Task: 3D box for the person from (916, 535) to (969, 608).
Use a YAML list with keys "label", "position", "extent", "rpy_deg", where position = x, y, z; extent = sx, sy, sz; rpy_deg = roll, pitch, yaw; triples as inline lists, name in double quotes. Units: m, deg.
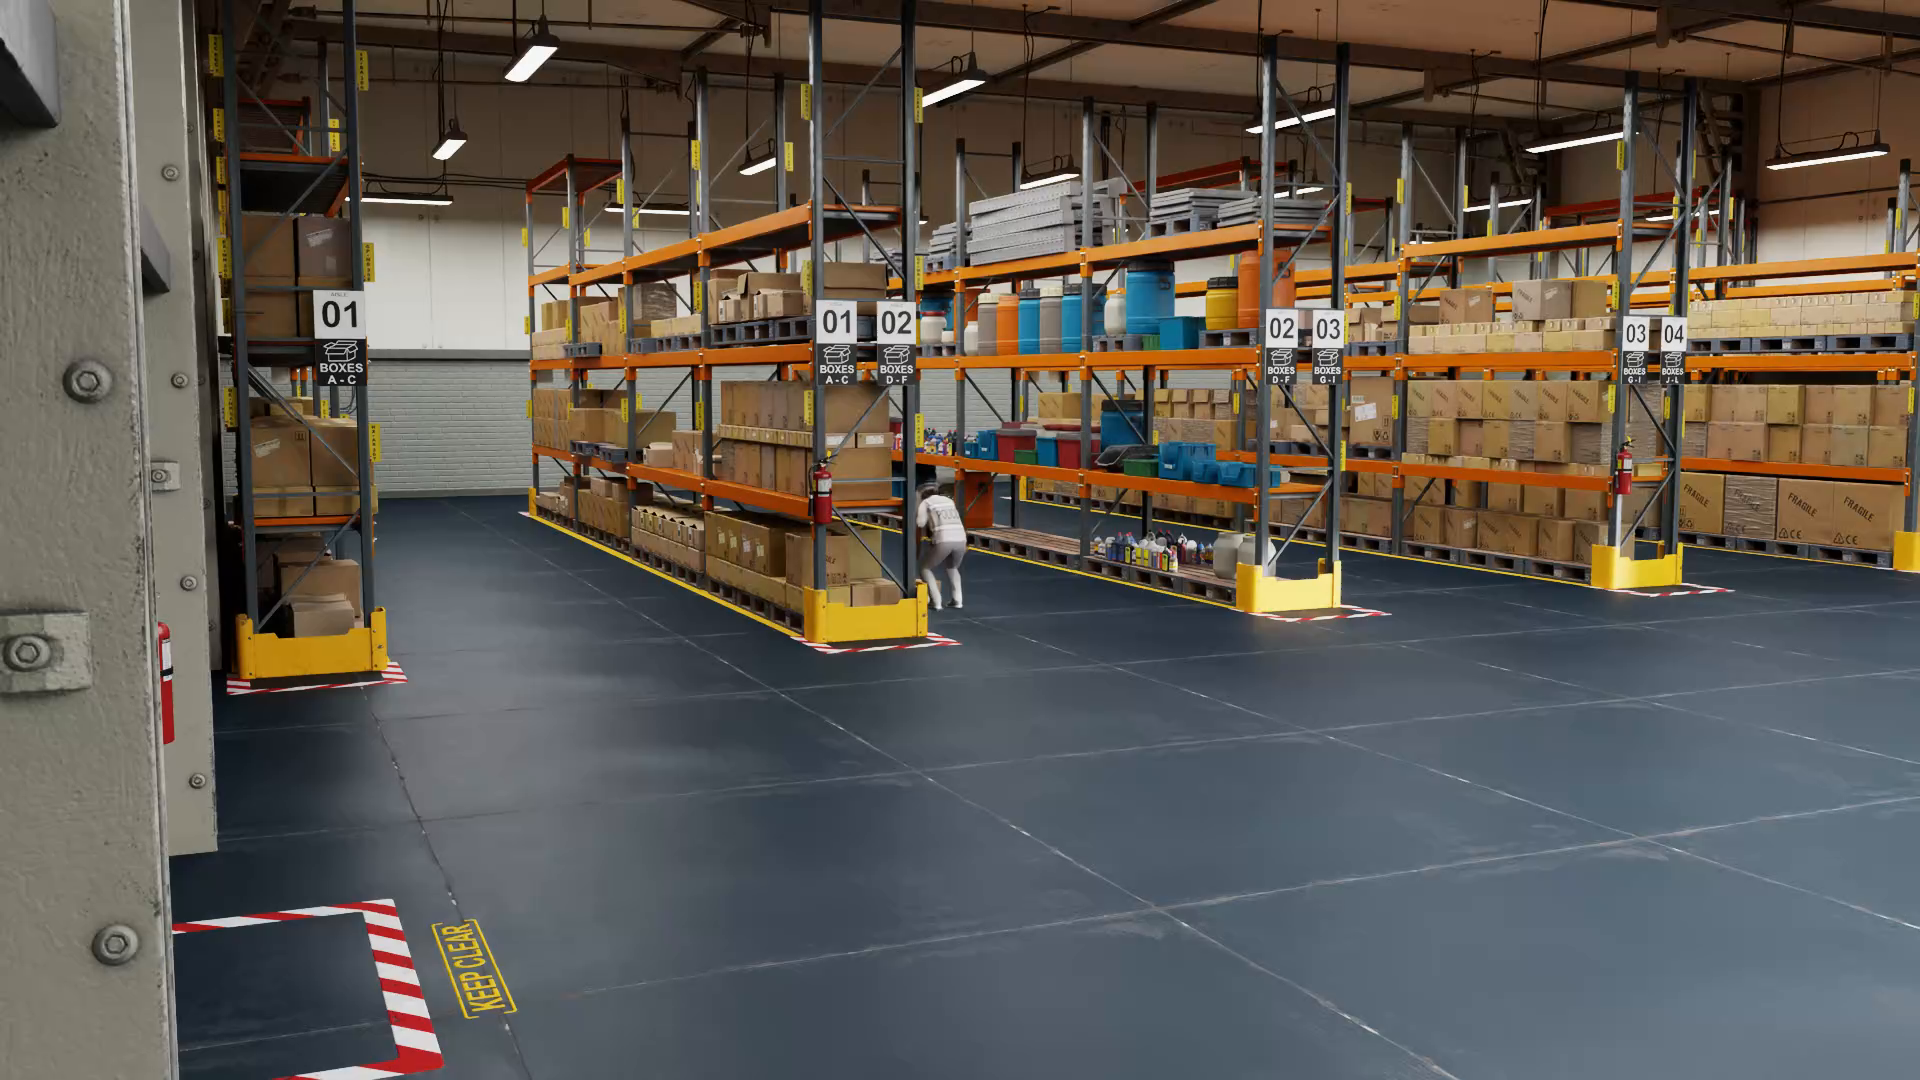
- label: "person"
  position: [-0.246, 0.355, 18.133]
  extent: [0.447, 0.771, 0.926]
  rpy_deg: [-3, 6, -26]
